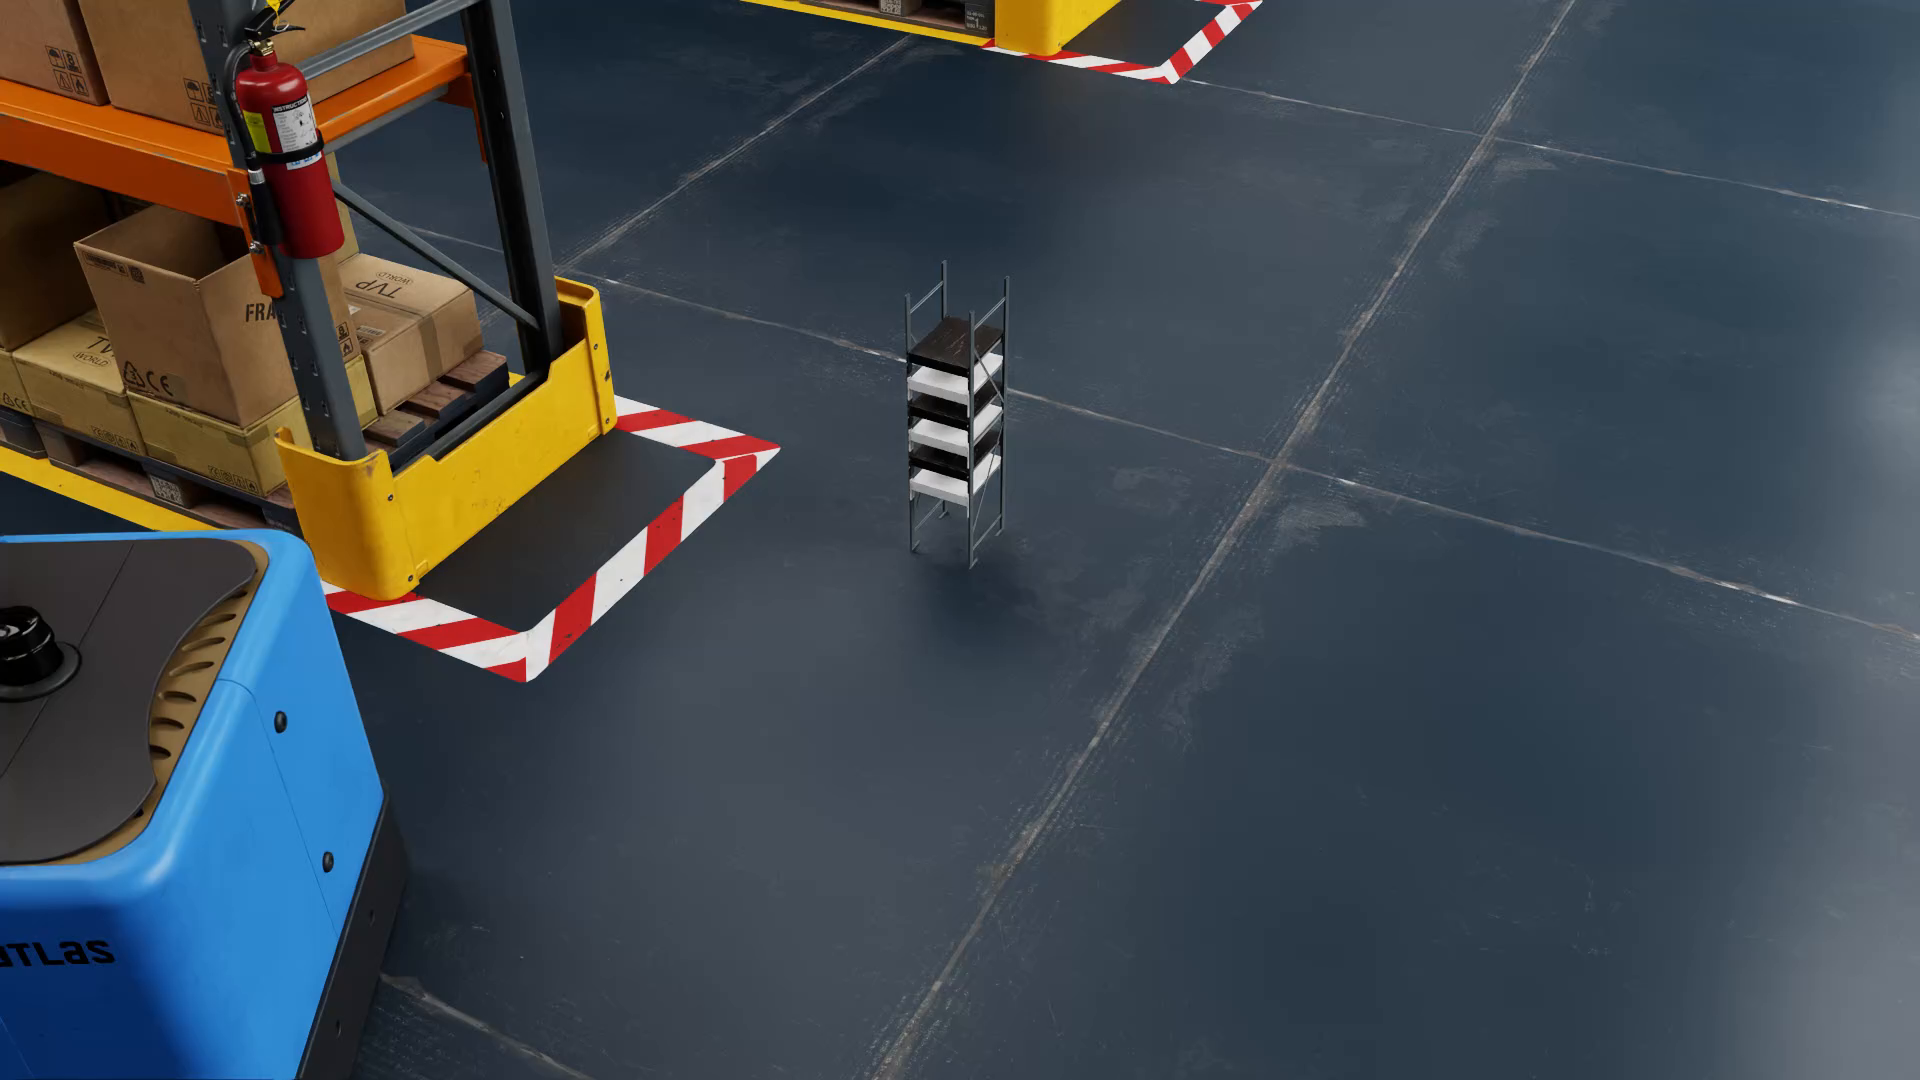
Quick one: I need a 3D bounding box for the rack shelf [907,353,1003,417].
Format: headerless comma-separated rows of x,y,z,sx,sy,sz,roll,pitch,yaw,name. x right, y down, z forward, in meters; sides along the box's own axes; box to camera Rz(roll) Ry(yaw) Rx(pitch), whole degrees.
-0.007,-0.478,4.892,0.200,0.077,0.258,17,41,21,rack shelf

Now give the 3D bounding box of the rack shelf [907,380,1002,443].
-0.007,-0.406,4.947,0.200,0.077,0.258,17,41,21,rack shelf

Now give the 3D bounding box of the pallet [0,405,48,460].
-3.391,-0.783,6.107,1.213,0.211,1.003,17,41,21,pallet

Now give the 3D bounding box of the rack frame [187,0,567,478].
-1.614,-1.364,4.566,0.127,3.000,1.000,17,41,21,rack frame

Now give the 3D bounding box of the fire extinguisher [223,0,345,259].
-1.722,-1.051,4.217,0.183,0.674,0.296,17,41,21,fire extinguisher

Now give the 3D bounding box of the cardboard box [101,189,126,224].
-2.882,-1.273,5.753,0.500,0.500,0.500,17,41,21,cardboard box

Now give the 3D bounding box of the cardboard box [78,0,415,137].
-2.022,-1.540,4.716,0.500,0.500,0.700,17,41,22,cardboard box

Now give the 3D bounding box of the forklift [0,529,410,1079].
-2.843,-0.011,2.840,3.031,2.935,1.130,-2,37,-2,forklift

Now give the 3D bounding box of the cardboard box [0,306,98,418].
-3.120,-0.697,5.614,0.500,0.250,0.500,17,41,21,cardboard box

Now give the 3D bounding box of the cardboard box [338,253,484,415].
-1.987,-0.704,5.624,0.500,0.250,0.500,17,41,21,cardboard box

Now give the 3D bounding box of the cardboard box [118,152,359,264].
-2.432,-1.141,5.579,0.500,0.500,0.500,17,41,21,cardboard box

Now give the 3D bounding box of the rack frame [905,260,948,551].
-0.097,-0.389,5.018,0.006,0.900,0.240,17,41,21,rack frame

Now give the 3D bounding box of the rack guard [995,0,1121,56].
0.579,-3.022,8.818,0.348,0.500,1.175,17,41,21,rack guard

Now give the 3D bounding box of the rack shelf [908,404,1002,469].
-0.007,-0.334,5.001,0.200,0.077,0.258,17,41,21,rack shelf

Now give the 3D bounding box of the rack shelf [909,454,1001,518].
-0.007,-0.191,5.110,0.200,0.077,0.258,17,41,21,rack shelf

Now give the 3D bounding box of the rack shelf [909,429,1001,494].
-0.007,-0.262,5.055,0.200,0.077,0.258,17,41,21,rack shelf

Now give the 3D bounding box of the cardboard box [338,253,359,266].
-2.433,-0.841,5.805,0.500,0.250,0.500,17,41,21,cardboard box

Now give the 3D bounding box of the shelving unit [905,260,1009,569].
-0.007,-0.361,4.981,0.210,0.900,0.258,17,41,21,shelving unit

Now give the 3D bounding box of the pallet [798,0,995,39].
-0.140,-3.136,9.207,1.213,0.211,1.003,17,41,21,pallet

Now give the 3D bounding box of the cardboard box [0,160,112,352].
-3.121,-0.994,5.385,0.500,0.500,0.500,17,41,21,cardboard box

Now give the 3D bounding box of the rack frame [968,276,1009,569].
0.083,-0.332,4.944,0.006,0.900,0.240,17,41,21,rack frame

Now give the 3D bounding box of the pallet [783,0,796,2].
-1.220,-3.476,9.655,1.213,0.211,1.003,17,41,21,pallet

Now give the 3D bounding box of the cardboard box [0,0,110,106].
-2.491,-1.684,4.905,0.500,0.500,0.700,18,41,23,cardboard box

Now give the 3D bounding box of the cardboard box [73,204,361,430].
-2.227,-0.724,5.029,0.500,0.500,0.500,17,41,21,cardboard box

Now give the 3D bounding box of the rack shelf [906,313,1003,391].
-0.007,-0.549,4.838,0.200,0.077,0.258,17,41,21,rack shelf

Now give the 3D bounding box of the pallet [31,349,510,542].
-2.312,-0.443,5.659,1.213,0.211,1.003,17,41,21,pallet

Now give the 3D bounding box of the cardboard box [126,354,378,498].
-2.226,-0.426,5.258,0.500,0.250,0.500,17,41,21,cardboard box

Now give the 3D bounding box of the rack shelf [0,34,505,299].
-3.389,-1.633,5.516,4.000,0.370,1.077,17,41,21,rack shelf

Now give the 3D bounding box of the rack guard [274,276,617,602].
-1.592,-0.362,5.313,0.348,0.500,1.175,17,41,21,rack guard

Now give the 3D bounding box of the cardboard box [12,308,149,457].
-2.675,-0.559,5.432,0.500,0.250,0.500,17,41,21,cardboard box
